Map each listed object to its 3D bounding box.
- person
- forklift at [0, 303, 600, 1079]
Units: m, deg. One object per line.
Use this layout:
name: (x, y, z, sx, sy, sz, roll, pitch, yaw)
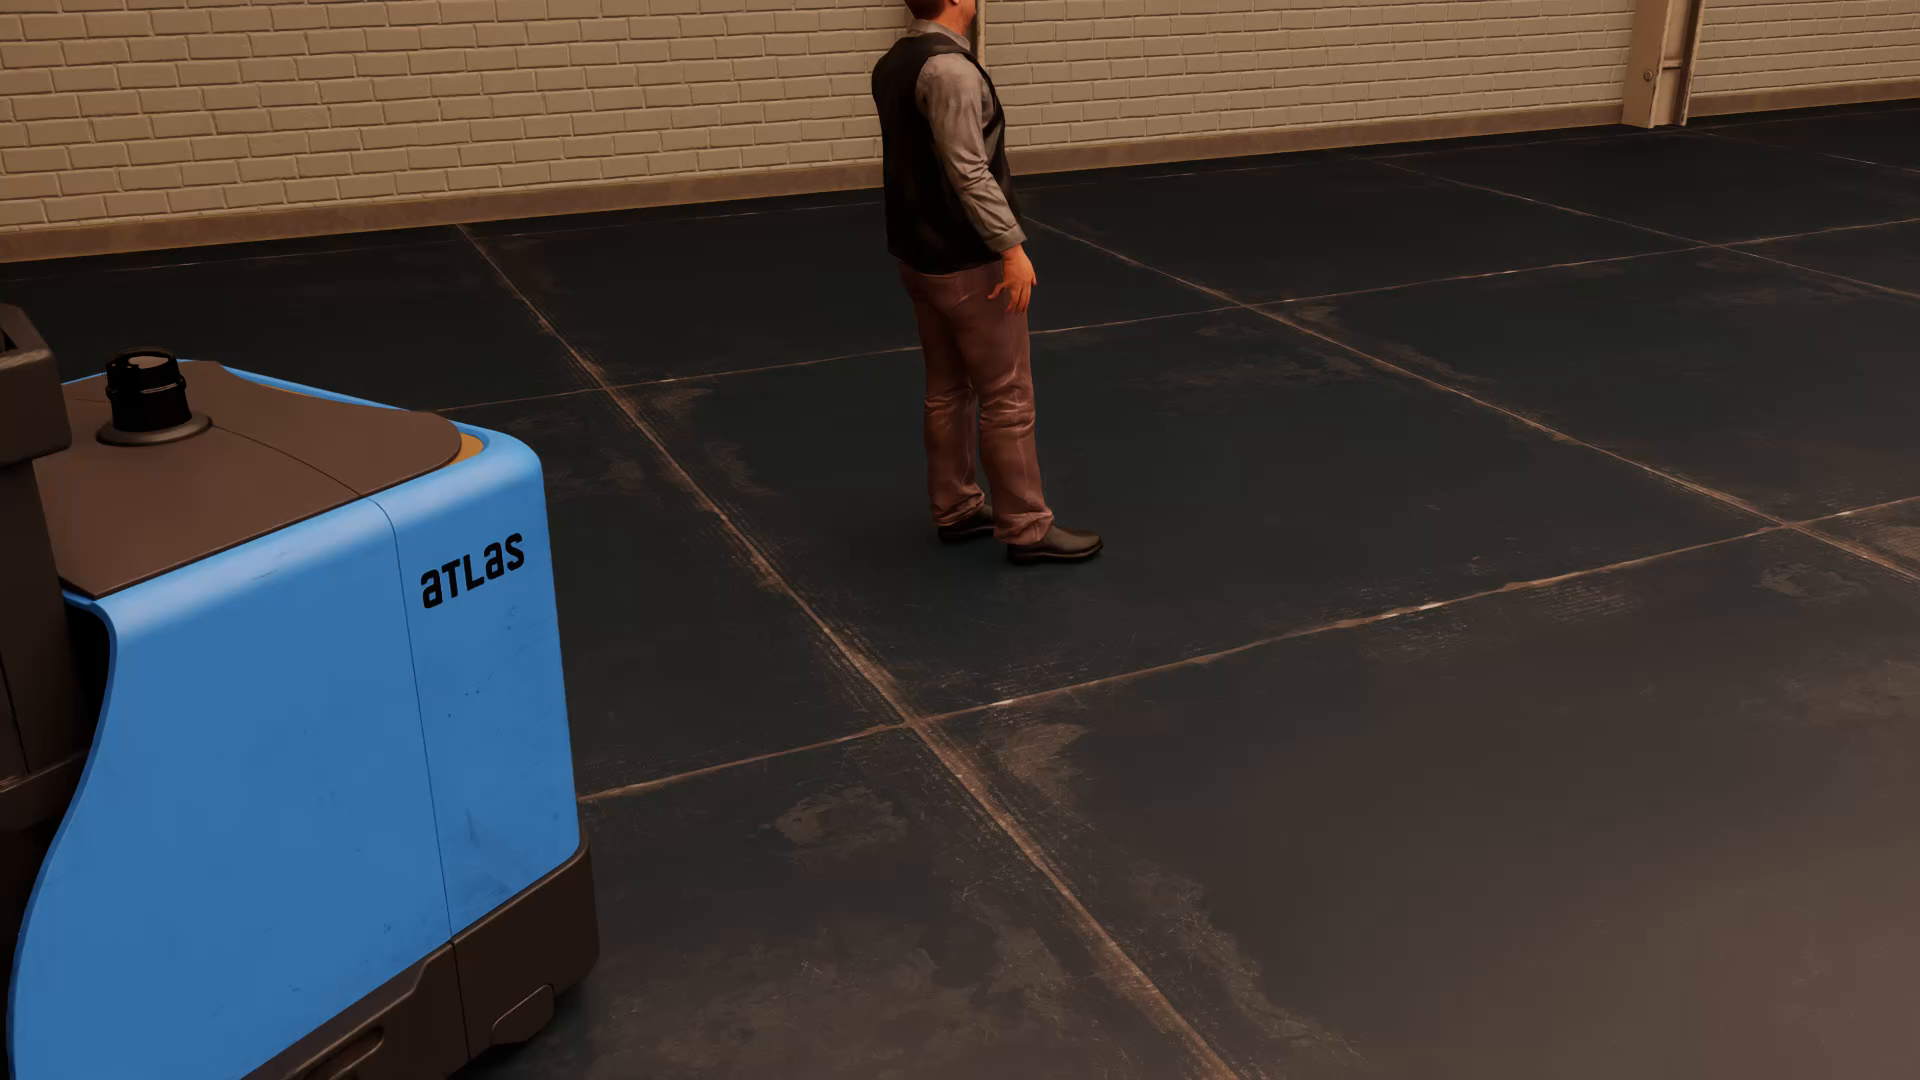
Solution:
person: (0.059, -0.809, 4.791, 0.568, 1.720, 0.632, -10, 25, -23)
forklift: (-1.870, -0.144, 1.632, 1.130, 2.935, 3.031, 13, 26, 29)
